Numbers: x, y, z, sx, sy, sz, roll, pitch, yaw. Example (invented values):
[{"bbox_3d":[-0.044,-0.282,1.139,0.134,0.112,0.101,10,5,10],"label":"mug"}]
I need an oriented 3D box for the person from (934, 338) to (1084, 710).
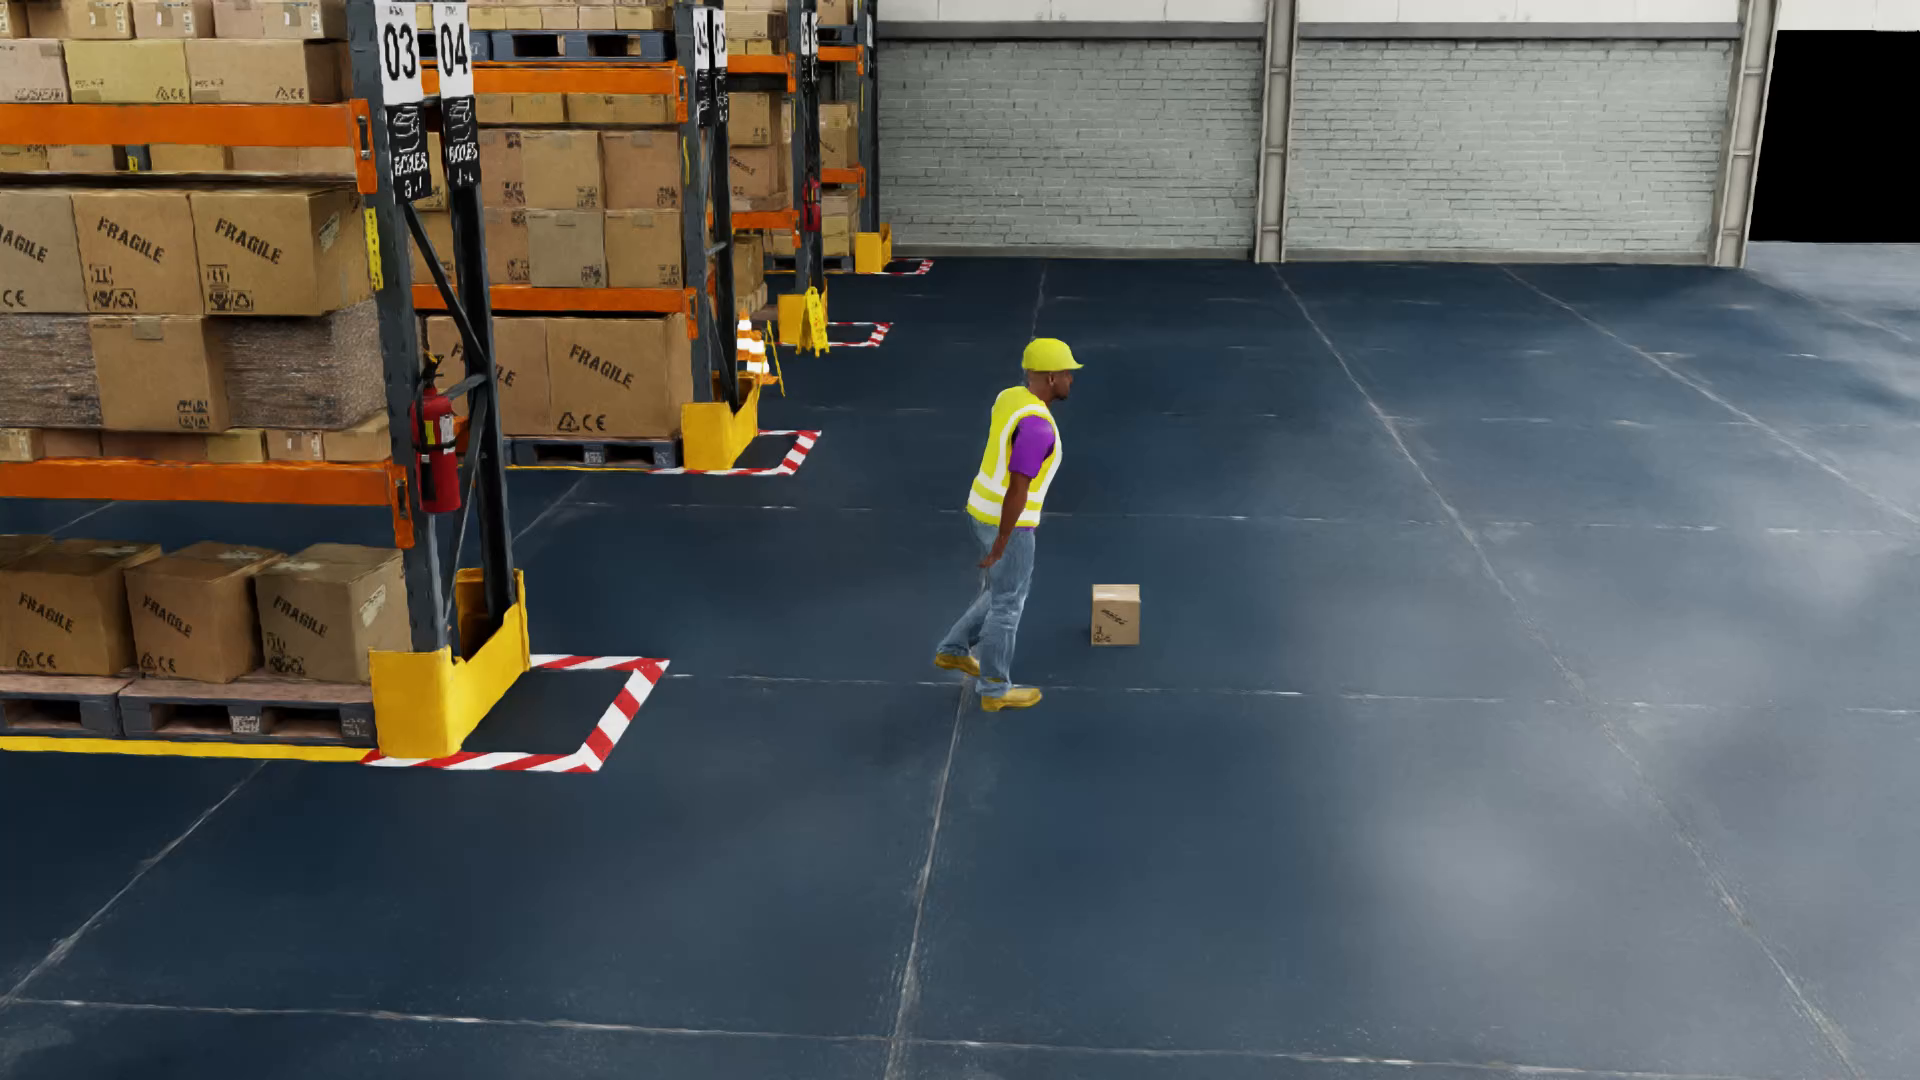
[{"bbox_3d":[0.232,-0.078,7.781,0.679,1.739,0.577,-4,18,-14],"label":"person"}]
